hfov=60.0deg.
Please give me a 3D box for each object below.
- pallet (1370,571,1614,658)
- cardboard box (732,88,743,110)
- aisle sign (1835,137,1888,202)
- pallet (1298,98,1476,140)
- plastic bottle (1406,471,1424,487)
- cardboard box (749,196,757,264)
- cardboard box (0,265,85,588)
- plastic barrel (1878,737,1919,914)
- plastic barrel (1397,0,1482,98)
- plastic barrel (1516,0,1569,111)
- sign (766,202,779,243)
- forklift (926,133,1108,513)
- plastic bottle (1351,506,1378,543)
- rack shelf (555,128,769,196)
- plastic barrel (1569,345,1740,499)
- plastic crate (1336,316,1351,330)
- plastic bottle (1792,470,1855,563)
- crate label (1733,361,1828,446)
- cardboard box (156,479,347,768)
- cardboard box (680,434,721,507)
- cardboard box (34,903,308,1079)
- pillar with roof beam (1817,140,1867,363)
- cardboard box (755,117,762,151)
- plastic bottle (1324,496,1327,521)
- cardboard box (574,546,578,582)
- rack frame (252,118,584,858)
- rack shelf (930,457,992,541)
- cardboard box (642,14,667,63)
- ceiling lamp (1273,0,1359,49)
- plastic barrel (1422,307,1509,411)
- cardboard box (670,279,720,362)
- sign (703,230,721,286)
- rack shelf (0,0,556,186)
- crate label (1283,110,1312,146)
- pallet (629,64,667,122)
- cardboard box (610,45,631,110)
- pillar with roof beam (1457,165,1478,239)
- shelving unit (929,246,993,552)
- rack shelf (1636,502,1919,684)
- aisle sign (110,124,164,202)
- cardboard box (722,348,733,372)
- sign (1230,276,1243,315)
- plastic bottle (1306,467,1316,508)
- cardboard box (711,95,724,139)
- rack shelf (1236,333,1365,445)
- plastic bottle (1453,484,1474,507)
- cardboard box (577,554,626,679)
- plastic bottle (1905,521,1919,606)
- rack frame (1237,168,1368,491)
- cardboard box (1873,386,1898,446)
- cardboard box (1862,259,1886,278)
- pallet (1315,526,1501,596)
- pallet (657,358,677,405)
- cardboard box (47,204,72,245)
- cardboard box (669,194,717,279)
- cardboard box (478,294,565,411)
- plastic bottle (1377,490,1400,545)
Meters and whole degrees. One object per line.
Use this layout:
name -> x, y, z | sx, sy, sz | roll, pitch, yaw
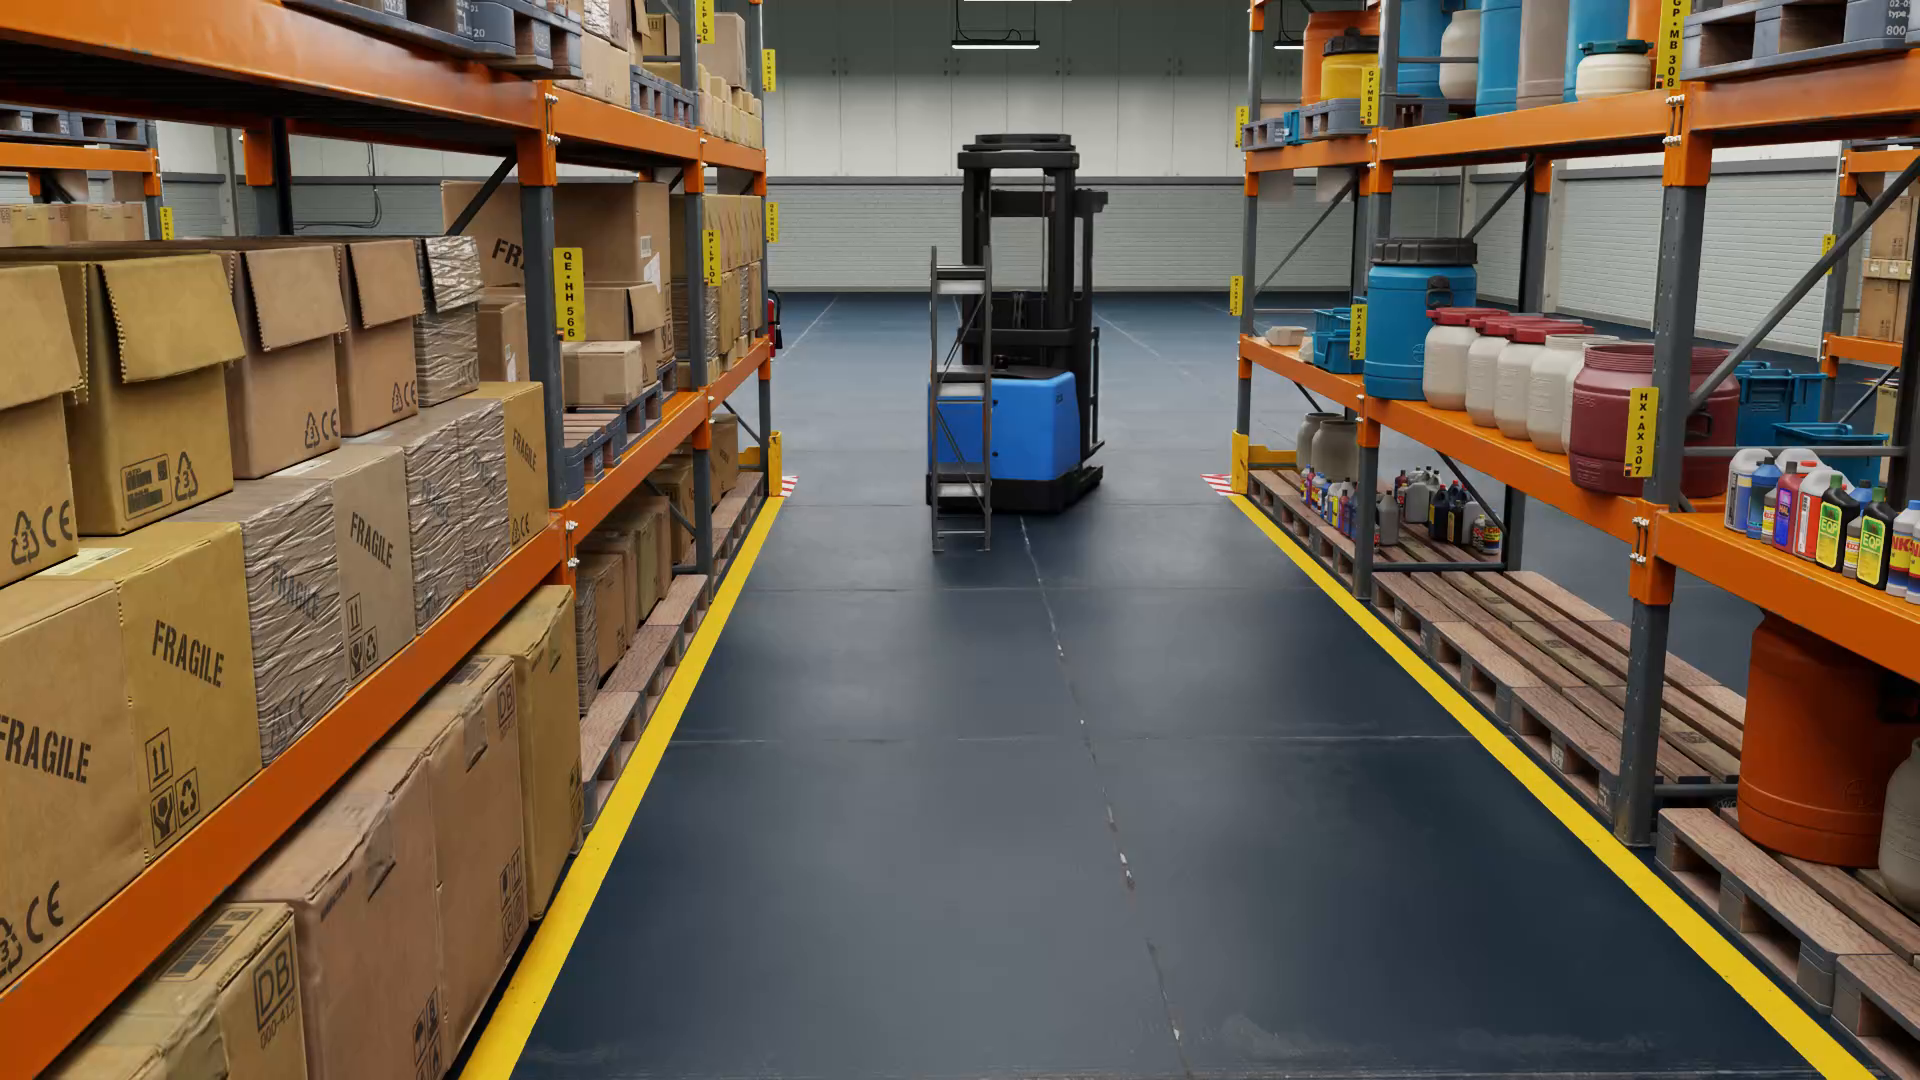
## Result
pallet -> 2.993, 0.413, 9.493 | 1.003, 0.211, 1.213 | 0, 11, -1
cardboard box -> -1.759, -3.164, 11.939 | 0.380, 0.149, 0.250 | -1, 11, -4
aisle sign -> 7.500, -3.210, 13.800 | 0.394, 0.787, 0.004 | 0, 11, -1
pallet -> 2.825, -2.630, 10.409 | 1.213, 0.211, 1.003 | 0, 11, -1
plastic bottle -> 3.309, -0.372, 12.092 | 0.152, 0.276, 0.135 | 0, 11, -1
cardboard box -> -1.822, -2.361, 12.640 | 0.500, 0.500, 0.500 | 0, 11, -1
cardboard box -> -1.870, -0.167, 2.561 | 0.797, 0.503, 0.637 | -1, 11, -3
plastic barrel -> 3.149, 0.908, 5.240 | 0.421, 0.512, 0.421 | 0, 11, 0
plastic barrel -> 3.025, -3.229, 10.572 | 0.600, 0.901, 0.708 | 0, 11, -1
plastic barrel -> 3.179, -2.595, 8.501 | 0.600, 0.901, 0.600 | 0, 11, 0
sign -> -1.541, -2.605, 13.648 | 0.100, 0.325, 0.005 | 0, 11, -1
forklift -> 0.618, -1.897, 14.038 | 1.130, 2.935, 3.031 | 3, 12, 15
plastic bottle -> 2.637, -0.154, 10.829 | 0.144, 0.351, 0.185 | -1, 11, -3
rack shelf -> -2.055, -2.604, 11.617 | 1.077, 0.370, 4.000 | 0, 11, -1
plastic barrel -> 2.708, -0.472, 6.500 | 0.600, 0.536, 0.708 | 0, 11, -1
plastic crate -> 3.173, -1.604, 12.797 | 0.499, 0.251, 0.408 | 0, 11, -1
plastic bottle -> 2.716, -0.074, 5.193 | 0.152, 0.276, 0.135 | 0, 11, -1
crate label -> 3.271, -0.530, 7.040 | 0.502, 0.435, 0.616 | 0, 11, -1
cardboard box -> -1.629, 0.160, 3.474 | 0.500, 0.500, 0.500 | 0, 11, -2
cardboard box -> -2.060, -0.498, 12.199 | 0.500, 0.500, 0.500 | 1, 11, 4
cardboard box -> -1.882, 1.209, 2.841 | 1.225, 0.875, 0.875 | 0, 11, -1
pillar with roof beam -> 9.088, -7.118, 24.510 | 9.100, 9.000, 0.400 | 0, 11, -1
cardboard box -> -1.833, -3.186, 13.052 | 0.500, 0.250, 0.500 | 0, 11, 0
plastic bottle -> 2.597, -0.239, 11.623 | 0.097, 0.201, 0.097 | 0, 11, 0
cardboard box -> -1.996, 0.109, 7.270 | 0.500, 0.250, 0.500 | 1, 12, 5
rack frame -> -1.931, -0.294, 5.964 | 1.000, 3.000, 0.127 | 0, 11, -1
rack shelf -> 0.003, -0.297, 11.830 | 0.431, 0.518, 0.480 | 0, 11, -1
cardboard box -> -2.336, -3.498, 11.955 | 0.500, 0.500, 0.500 | 0, 11, -1
ceiling lamp -> 8.140, -12.786, 37.767 | 2.000, 3.185, 0.800 | 0, 11, -1
plastic barrel -> 2.739, -0.985, 9.029 | 0.433, 0.535, 0.433 | 0, 11, 0
cardboard box -> -1.961, -1.374, 10.286 | 0.875, 0.500, 0.500 | 0, 11, -1
sign -> -1.459, -1.660, 9.783 | 0.100, 0.325, 0.005 | 0, 11, -1
rack shelf -> -1.890, -1.014, 3.778 | 1.077, 0.370, 4.000 | 0, 11, -1
crate label -> 2.564, -2.928, 11.779 | 0.502, 0.251, 0.408 | 0, 11, -1
pallet -> -2.083, -2.138, 7.981 | 1.213, 0.211, 1.003 | 0, 11, -1
cardboard box -> -1.717, -1.989, 7.153 | 0.500, 0.250, 0.500 | 0, 11, 0
pillar with roof beam -> 8.716, -10.696, 42.147 | 9.100, 9.000, 0.548 | 0, 11, -1
shelving unit -> 0.003, -0.996, 11.688 | 0.431, 2.100, 0.503 | 0, 11, -1
rack shelf -> 3.062, 0.436, 4.177 | 1.077, 0.370, 4.000 | 0, 11, -1
aisle sign -> -6.759, -3.173, 13.619 | 0.394, 0.787, 0.004 | 0, 11, -1
cardboard box -> -1.721, -1.209, 11.106 | 0.380, 0.149, 0.250 | 0, 11, -1
sign -> 2.305, -2.039, 13.869 | 0.100, 0.325, 0.005 | 0, 11, -1
plastic bottle -> 2.568, -0.382, 12.125 | 0.061, 0.283, 0.133 | 0, 11, 0
cardboard box -> -1.783, -2.681, 10.565 | 0.500, 0.250, 0.500 | 0, 11, -2
rack shelf -> 2.897, -1.155, 12.015 | 1.077, 0.370, 4.000 | 0, 11, -1
plastic bottle -> 3.336, -0.189, 11.003 | 0.144, 0.351, 0.185 | 0, 11, 0
cardboard box -> -2.008, 0.359, 7.924 | 0.700, 0.500, 0.500 | 1, 11, 4
plastic bottle -> 2.701, 0.043, 4.627 | 0.097, 0.271, 0.097 | 0, 11, 0
rack frame -> 2.855, -1.905, 13.903 | 1.000, 3.000, 0.127 | 0, 11, -1
cardboard box -> 7.609, -0.943, 13.137 | 0.500, 0.500, 0.500 | 0, 11, -1
cardboard box -> 7.601, -2.212, 13.537 | 0.380, 0.149, 0.250 | 0, 11, -2
pallet -> 2.966, 0.123, 10.920 | 1.003, 0.211, 1.213 | 0, 11, -1
pallet -> -2.143, -0.843, 9.151 | 1.003, 0.211, 1.213 | 0, 11, -1
cardboard box -> -7.109, -2.192, 12.226 | 0.875, 0.550, 0.550 | 0, 11, -1
cardboard box -> -1.769, -1.865, 10.191 | 0.500, 0.500, 0.500 | 0, 11, -1
cardboard box -> -2.094, -0.767, 6.986 | 0.700, 0.500, 0.500 | 1, 12, 7
plastic bottle -> 2.781, -0.154, 10.832 | 0.144, 0.351, 0.185 | 0, 11, -1
